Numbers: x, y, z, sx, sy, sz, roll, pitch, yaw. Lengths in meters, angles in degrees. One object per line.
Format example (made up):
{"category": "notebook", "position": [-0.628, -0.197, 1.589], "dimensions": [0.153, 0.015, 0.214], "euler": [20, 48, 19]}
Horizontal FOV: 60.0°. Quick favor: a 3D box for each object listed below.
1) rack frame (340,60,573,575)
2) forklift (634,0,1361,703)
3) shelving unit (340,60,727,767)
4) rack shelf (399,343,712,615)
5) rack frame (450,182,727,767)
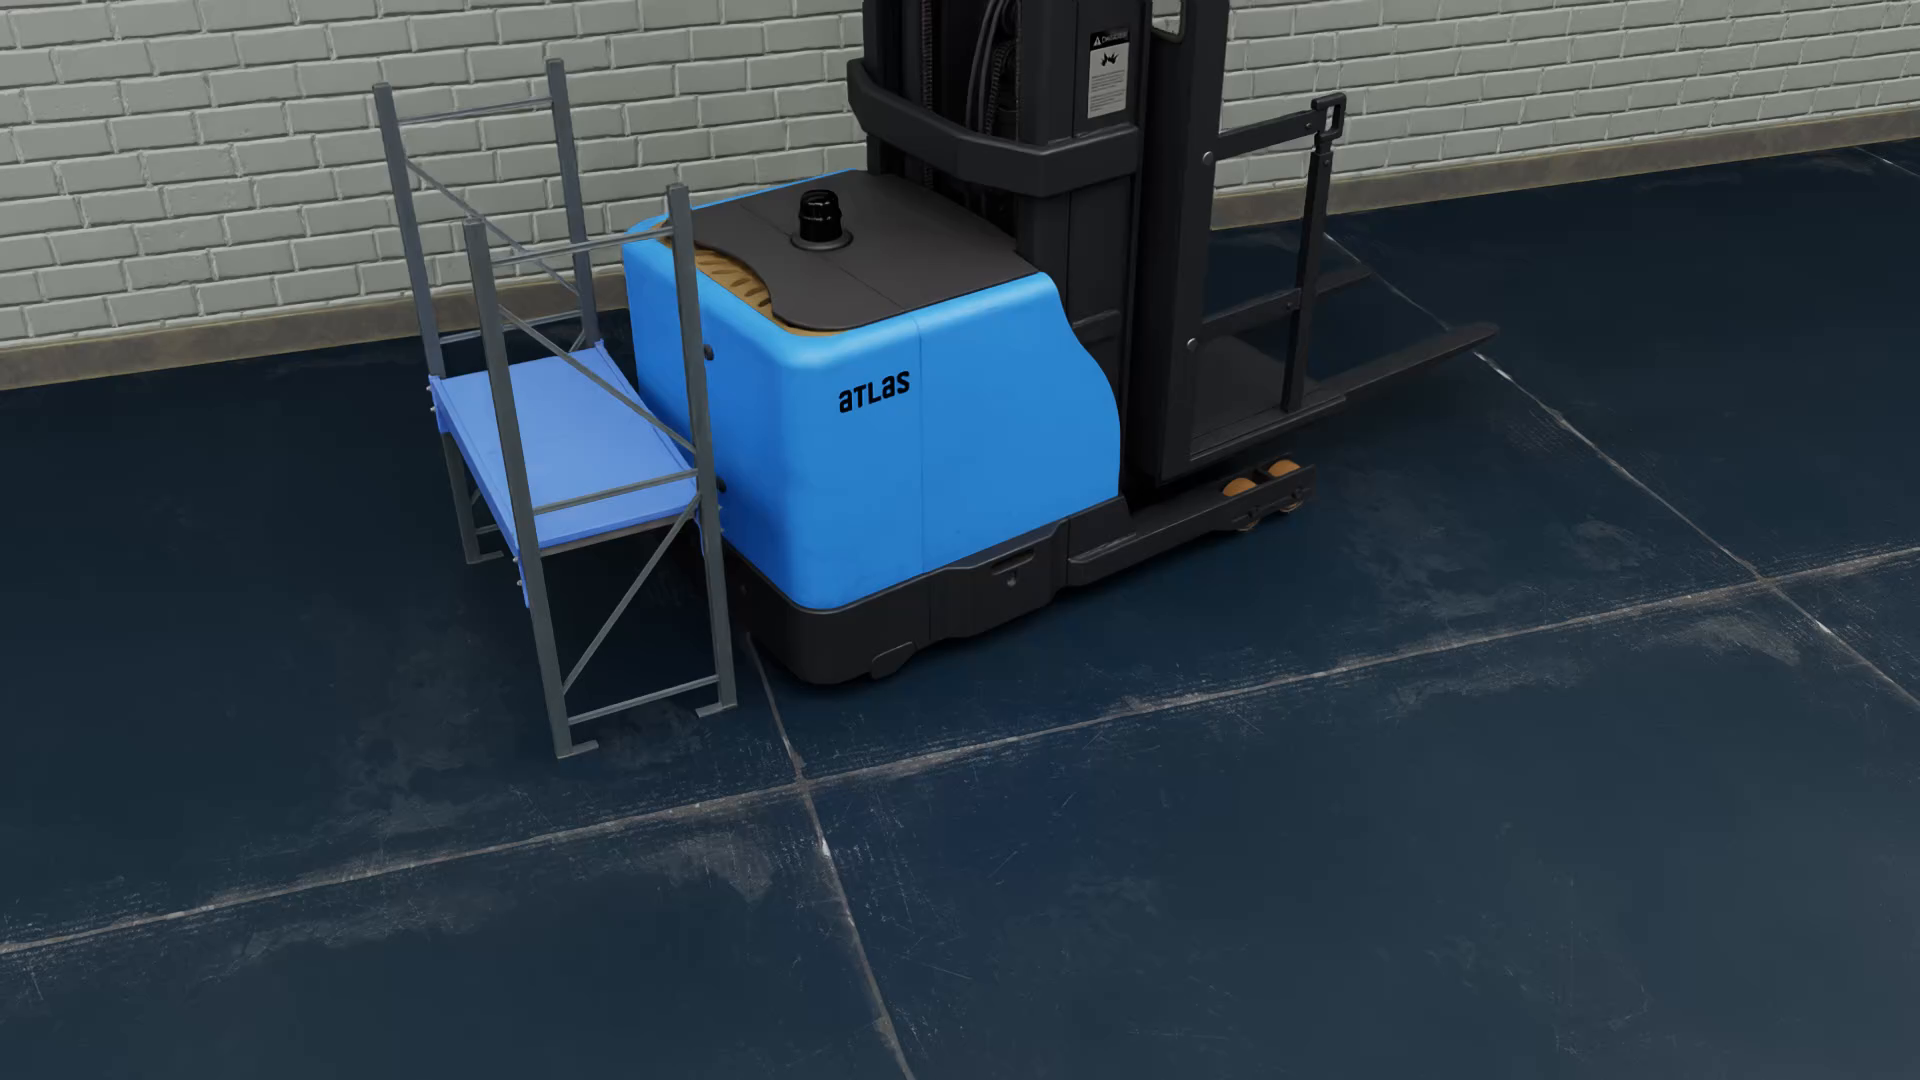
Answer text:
{"category": "rack frame", "position": [-1.372, -0.594, 4.788], "dimensions": [0.500, 1.500, 0.032], "euler": [-18, 37, -25]}
{"category": "forklift", "position": [0.395, -1.545, 4.929], "dimensions": [1.130, 2.935, 3.031], "euler": [22, 39, 30]}
{"category": "shelving unit", "position": [-1.118, -0.351, 4.420], "dimensions": [0.538, 1.500, 1.048], "euler": [-18, 37, -25]}
{"category": "rack shelf", "position": [-1.118, -0.201, 4.520], "dimensions": [0.538, 0.185, 1.000], "euler": [-18, 37, -25]}
{"category": "rack frame", "position": [-0.865, -0.108, 4.053], "dimensions": [0.500, 1.500, 0.032], "euler": [-18, 37, -25]}
